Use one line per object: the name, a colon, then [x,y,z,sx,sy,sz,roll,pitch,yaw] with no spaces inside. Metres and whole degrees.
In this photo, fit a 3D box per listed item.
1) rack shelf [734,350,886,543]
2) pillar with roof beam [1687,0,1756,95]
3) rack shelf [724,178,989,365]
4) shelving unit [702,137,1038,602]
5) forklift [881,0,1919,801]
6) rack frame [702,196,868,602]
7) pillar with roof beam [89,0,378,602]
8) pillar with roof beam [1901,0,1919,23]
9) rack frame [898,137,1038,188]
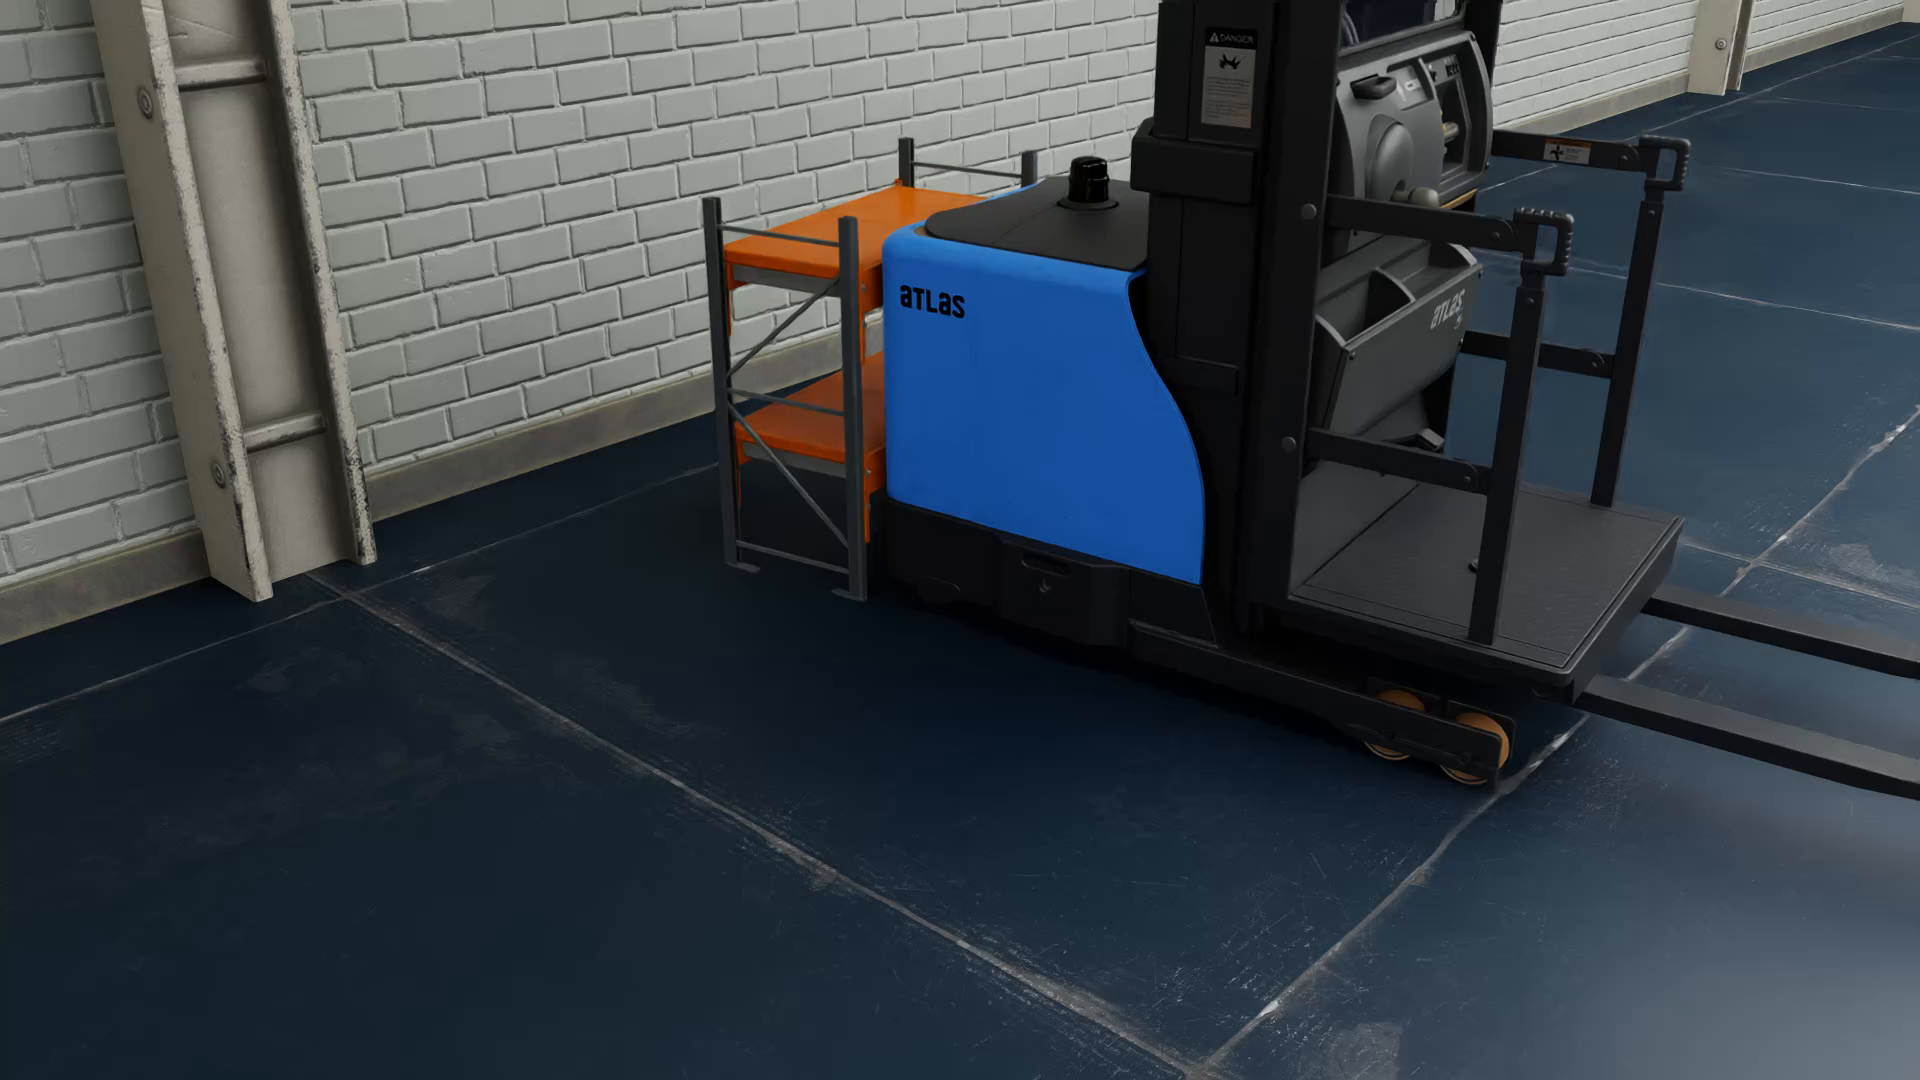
rack shelf: [-0.236,-0.346,5.245,0.538,0.278,1.000,14,27,28]
pillar with roof beam: [9.180,-6.507,8.764,9.100,9.000,0.400,20,31,38]
rack shelf: [-0.236,-0.836,5.025,0.538,0.278,1.000,14,27,28]
shelving unit: [-0.236,-0.569,5.145,0.538,1.125,1.048,14,27,28]
forklift: [1.273,-1.004,3.906,3.031,2.935,1.130,16,29,31]
rack frame: [-0.494,-0.390,4.745,0.500,1.125,0.032,14,27,28]
pillar with roof beam: [1.171,-2.851,0.610,9.100,9.000,0.400,20,31,38]
pillar with roof beam: [13.185,-8.335,12.841,9.100,9.000,0.400,20,31,38]
rack frame: [0.021,-0.749,5.545,0.500,1.125,0.032,14,27,28]
